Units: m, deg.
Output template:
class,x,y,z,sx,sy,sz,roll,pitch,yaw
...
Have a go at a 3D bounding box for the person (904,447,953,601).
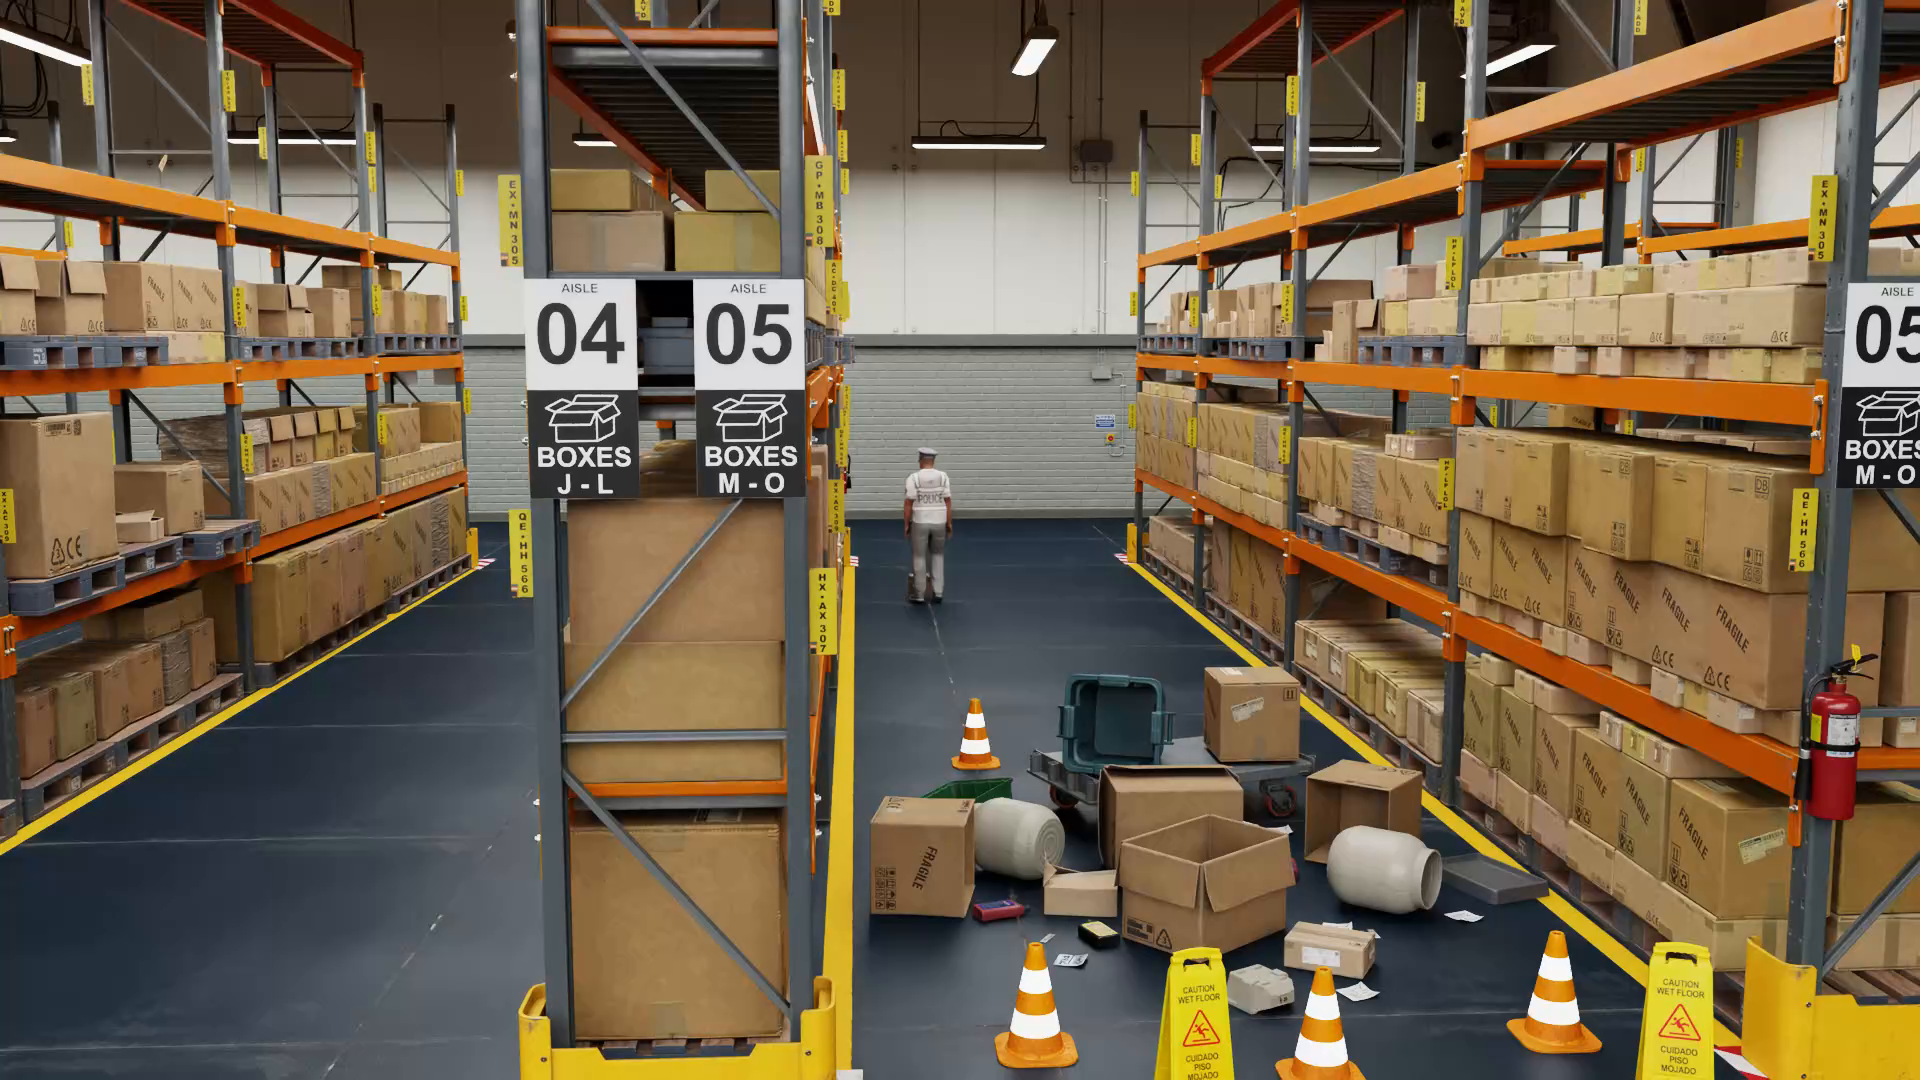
class,x,y,z,sx,sy,sz,roll,pitch,yaw
person,-0.368,-0.144,18.999,0.576,1.812,0.394,-2,7,-18
